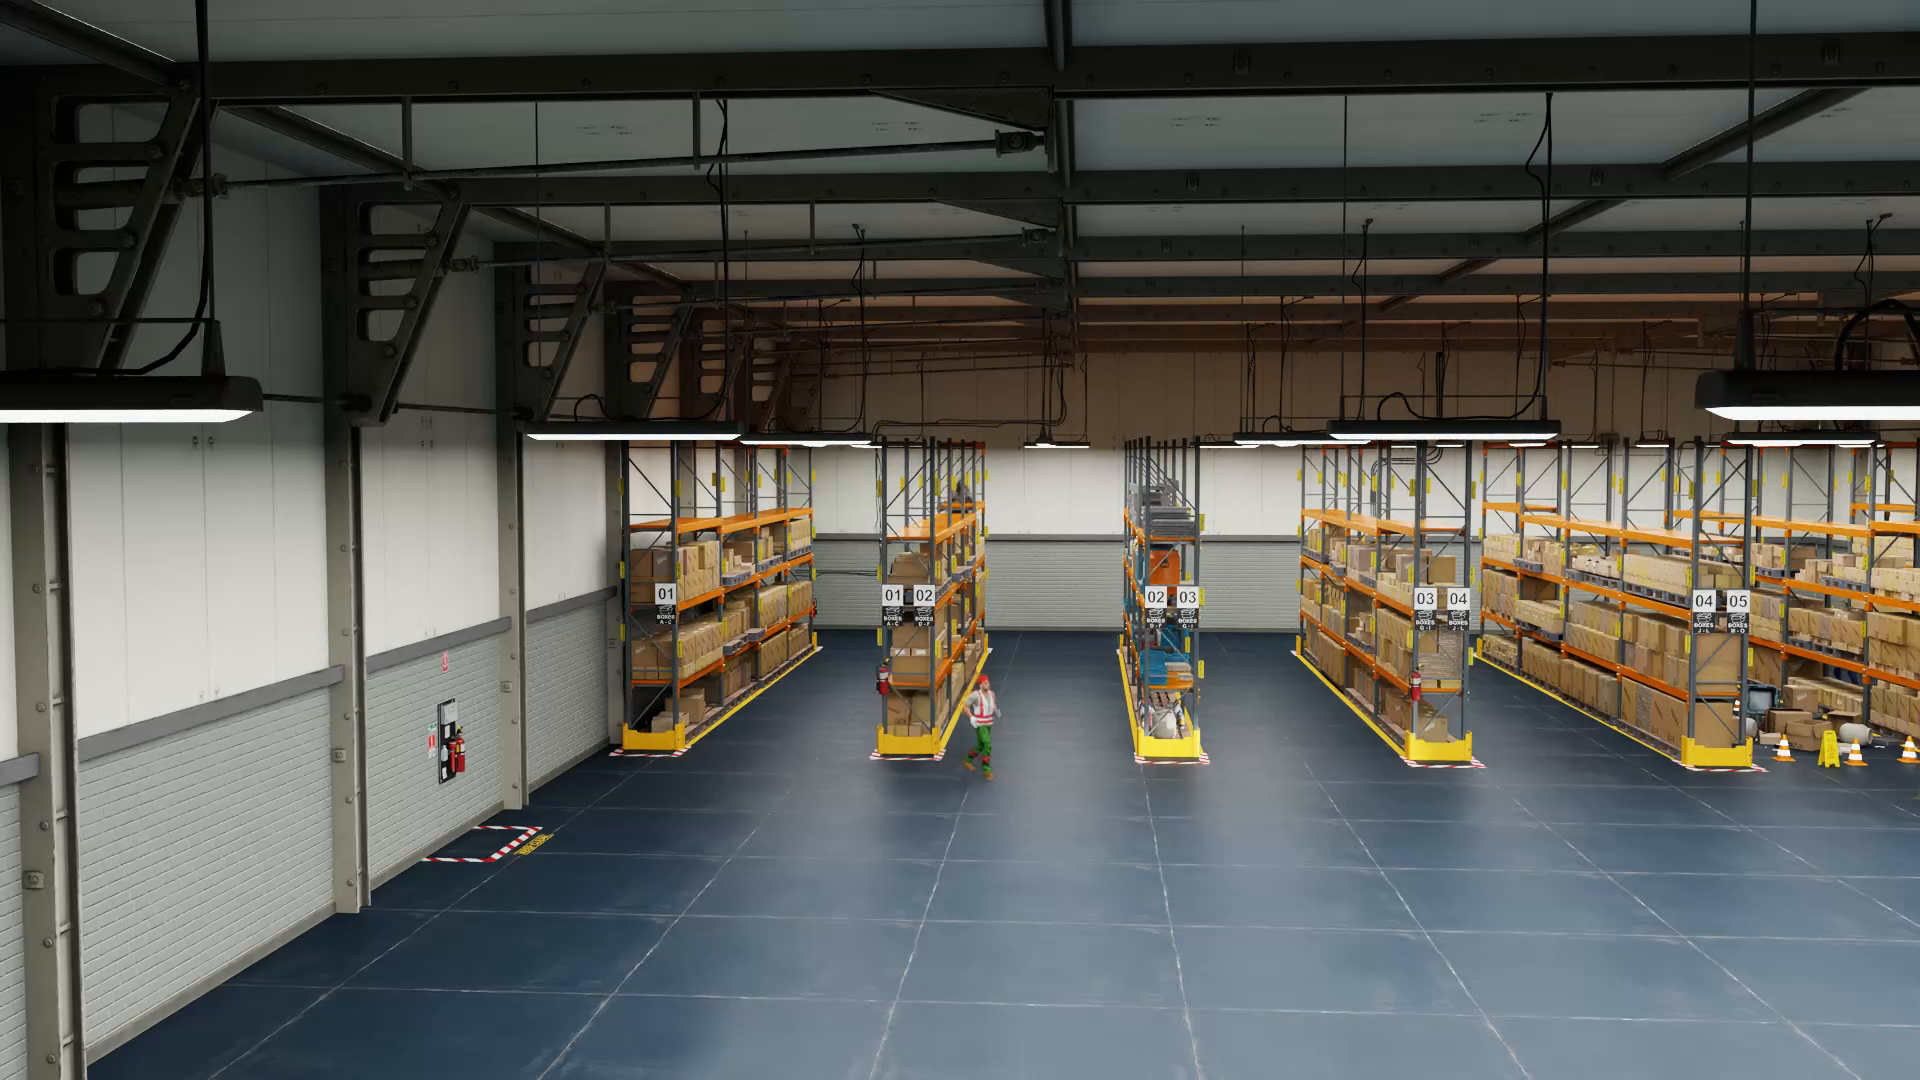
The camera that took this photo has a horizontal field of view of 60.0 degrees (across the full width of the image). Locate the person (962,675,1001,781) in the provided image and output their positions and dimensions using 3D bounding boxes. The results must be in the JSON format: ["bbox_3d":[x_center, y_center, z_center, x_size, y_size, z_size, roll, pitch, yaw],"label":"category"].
[{"bbox_3d":[0.366,3.271,29.197,0.834,1.831,0.638,3,4,42],"label":"person"}]

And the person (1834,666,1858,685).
[{"bbox_3d":[21.132,2.770,39.649,0.596,1.651,0.848,0,3,1],"label":"person"}]
